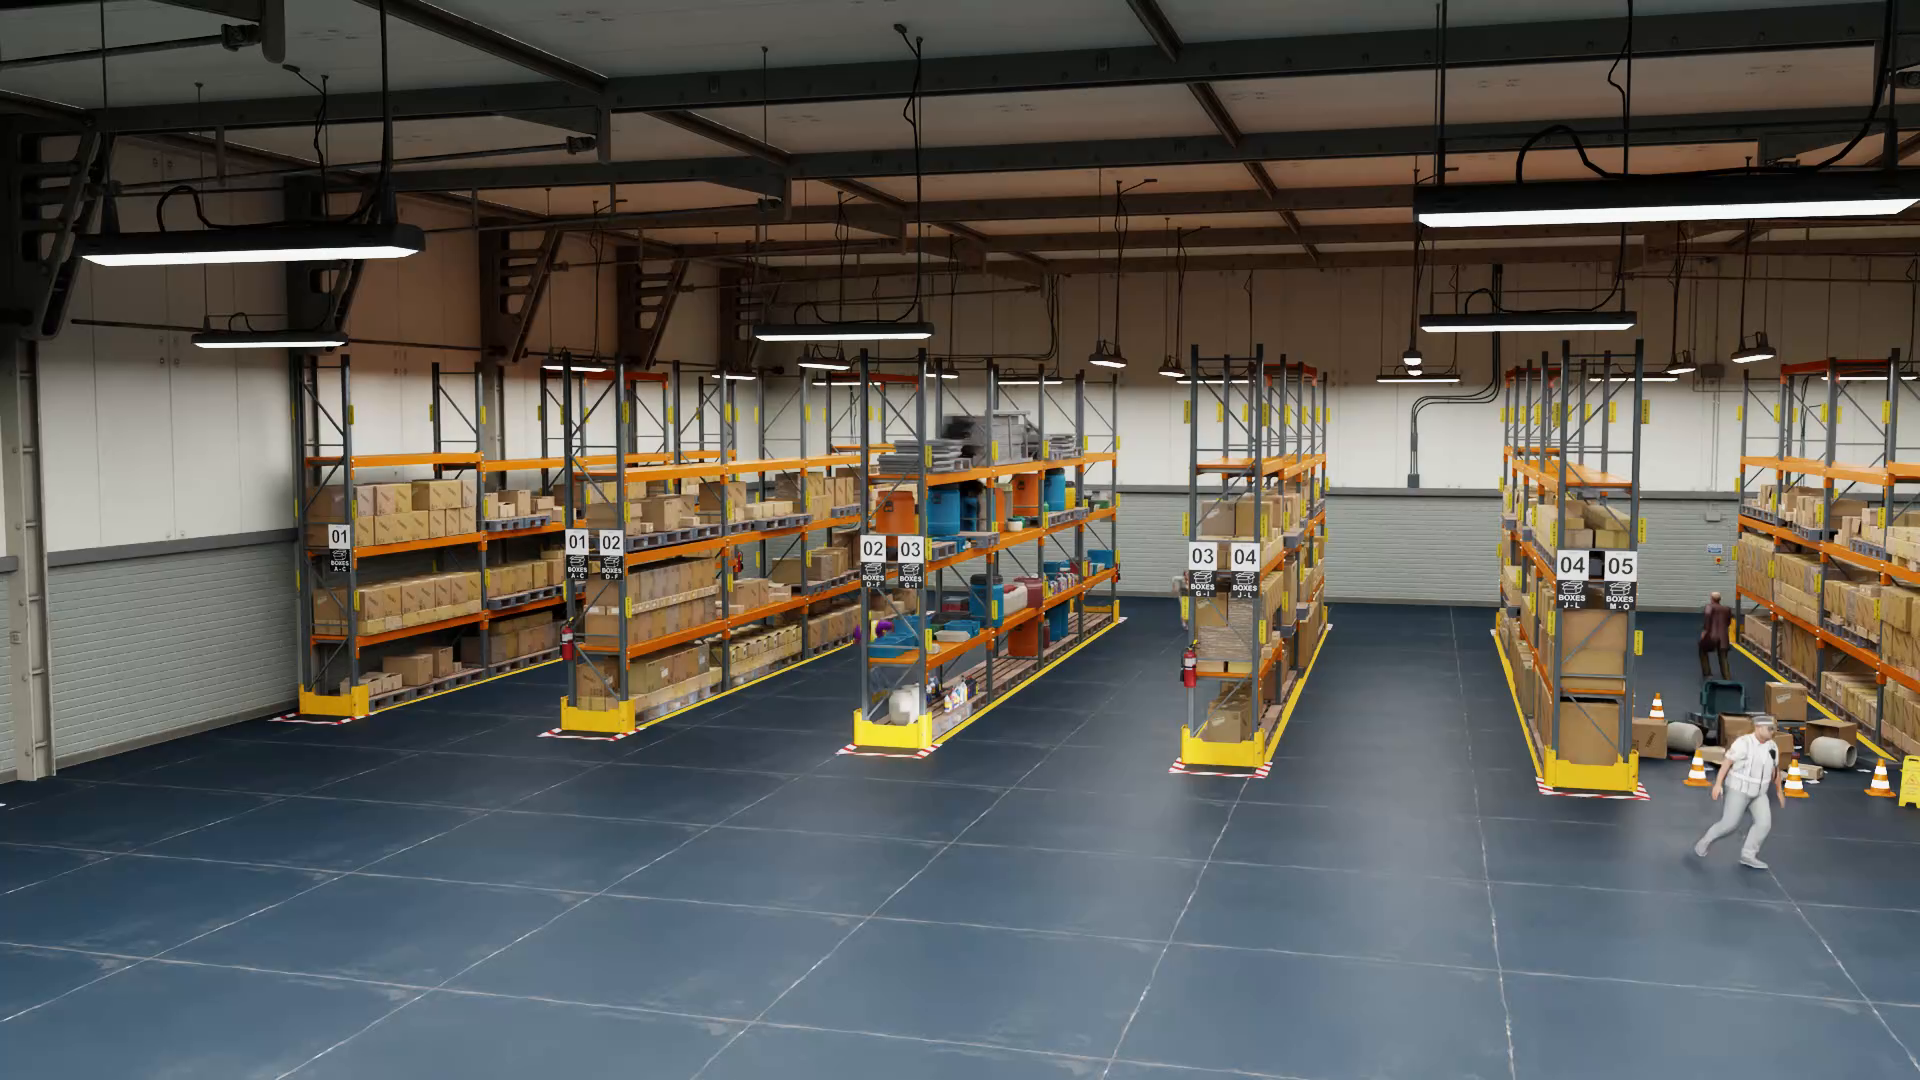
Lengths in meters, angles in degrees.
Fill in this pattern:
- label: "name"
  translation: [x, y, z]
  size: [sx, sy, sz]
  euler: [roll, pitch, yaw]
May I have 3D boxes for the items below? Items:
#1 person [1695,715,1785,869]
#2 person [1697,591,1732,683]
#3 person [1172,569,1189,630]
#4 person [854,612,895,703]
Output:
- label: "person"
  translation: [8.706, 2.759, 18.562]
  size: [0.743, 1.700, 0.728]
  euler: [-1, 5, -18]
- label: "person"
  translation: [13.945, 1.825, 30.623]
  size: [0.625, 1.732, 1.056]
  euler: [0, 4, 4]
- label: "person"
  translation: [5.210, 1.373, 38.617]
  size: [0.563, 1.444, 0.879]
  euler: [0, 4, 2]
- label: "person"
  translation: [-1.445, 2.028, 29.027]
  size: [0.741, 1.675, 0.962]
  euler: [3, 5, 33]
